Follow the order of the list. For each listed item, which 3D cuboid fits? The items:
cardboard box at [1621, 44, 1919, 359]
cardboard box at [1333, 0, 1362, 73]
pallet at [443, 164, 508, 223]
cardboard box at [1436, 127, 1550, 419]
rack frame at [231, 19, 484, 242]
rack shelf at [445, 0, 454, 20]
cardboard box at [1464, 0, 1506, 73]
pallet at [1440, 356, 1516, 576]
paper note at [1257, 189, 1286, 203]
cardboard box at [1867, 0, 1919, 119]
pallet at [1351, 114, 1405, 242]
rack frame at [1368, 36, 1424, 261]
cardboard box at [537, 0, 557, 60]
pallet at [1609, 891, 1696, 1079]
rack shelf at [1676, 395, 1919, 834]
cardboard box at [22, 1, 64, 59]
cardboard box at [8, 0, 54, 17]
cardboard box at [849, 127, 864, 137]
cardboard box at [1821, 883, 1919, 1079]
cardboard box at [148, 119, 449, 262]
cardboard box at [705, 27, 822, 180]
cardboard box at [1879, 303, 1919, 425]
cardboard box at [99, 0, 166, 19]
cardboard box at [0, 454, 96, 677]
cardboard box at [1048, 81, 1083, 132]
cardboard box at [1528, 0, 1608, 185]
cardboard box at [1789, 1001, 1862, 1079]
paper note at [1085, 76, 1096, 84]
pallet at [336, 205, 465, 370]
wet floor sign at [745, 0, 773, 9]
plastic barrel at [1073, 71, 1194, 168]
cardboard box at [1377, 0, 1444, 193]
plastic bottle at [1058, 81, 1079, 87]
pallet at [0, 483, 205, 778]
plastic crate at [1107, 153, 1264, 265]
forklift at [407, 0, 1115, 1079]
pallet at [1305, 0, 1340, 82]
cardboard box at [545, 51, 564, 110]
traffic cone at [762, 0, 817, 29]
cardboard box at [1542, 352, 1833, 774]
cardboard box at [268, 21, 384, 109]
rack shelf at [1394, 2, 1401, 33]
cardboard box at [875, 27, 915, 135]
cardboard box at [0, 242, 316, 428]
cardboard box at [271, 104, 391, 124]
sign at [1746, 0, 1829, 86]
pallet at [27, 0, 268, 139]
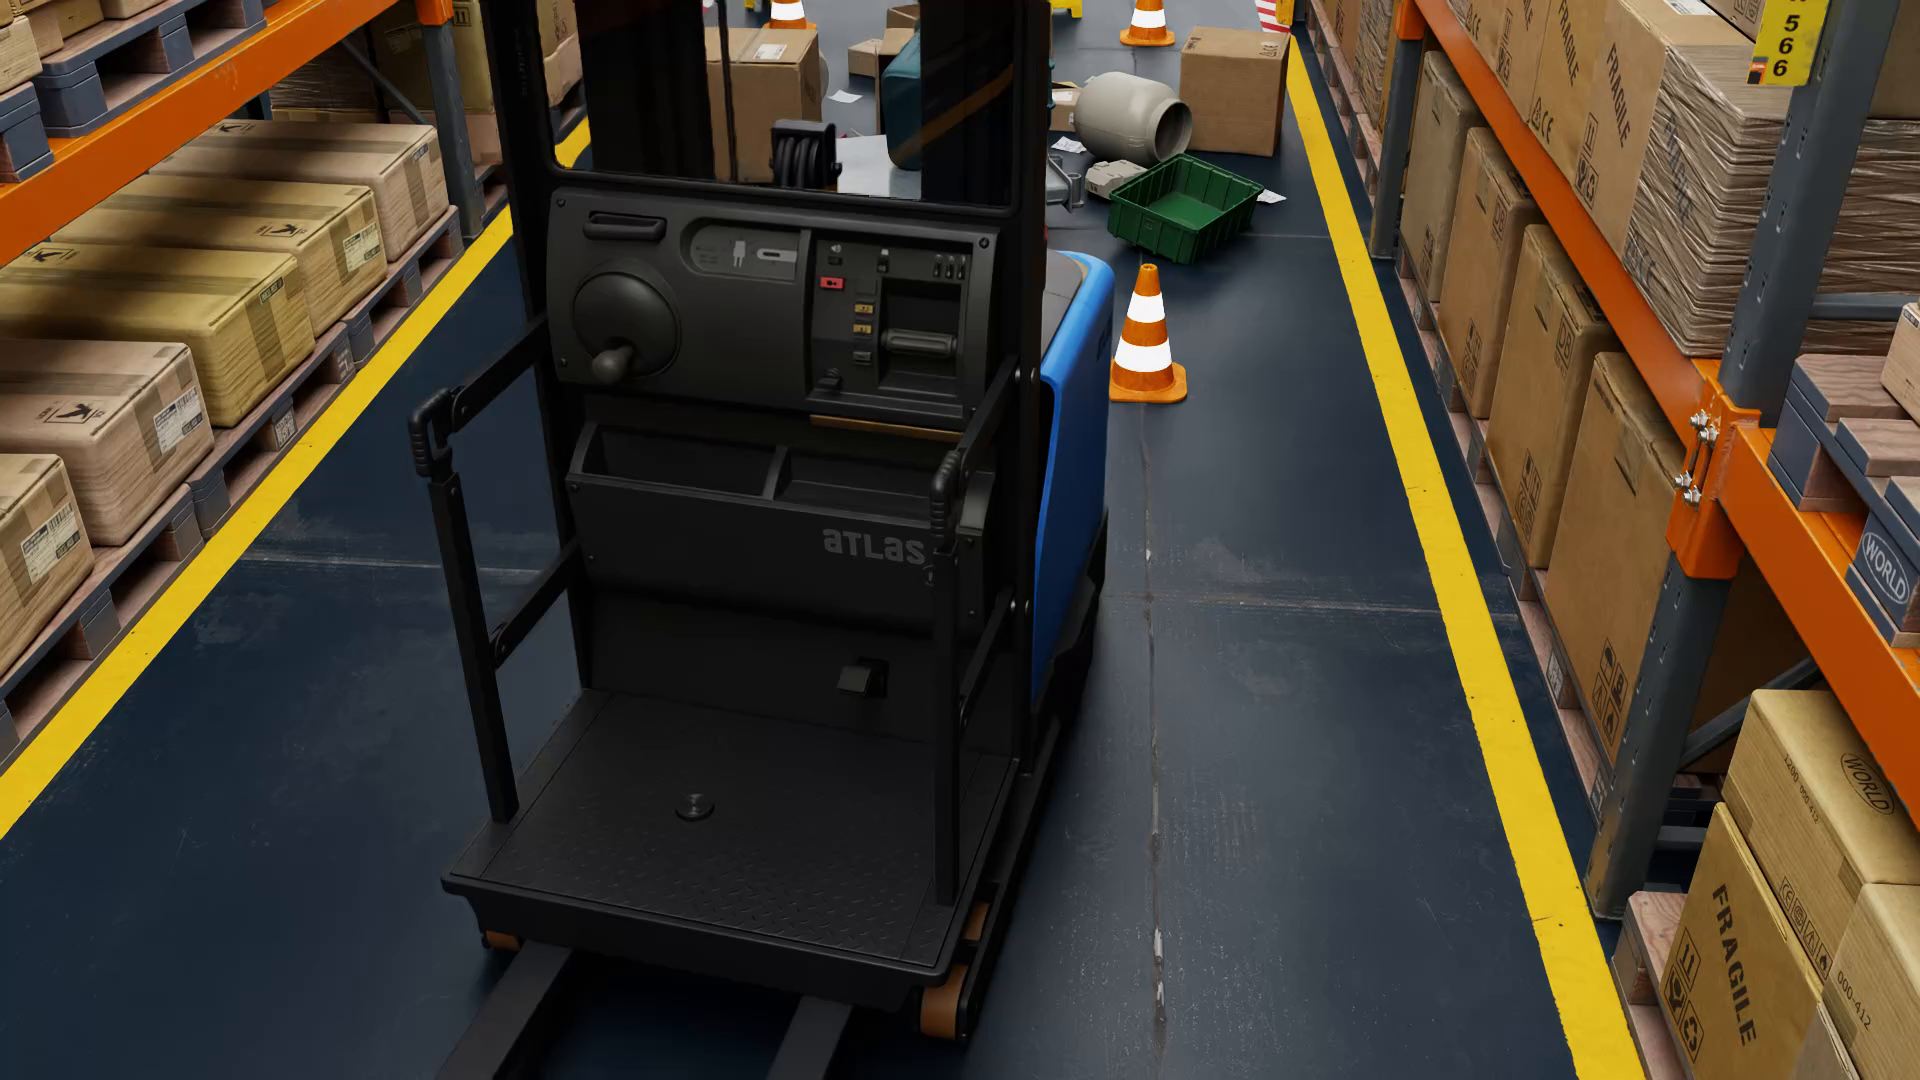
[{"bbox_3d":[1.732,-0.700,3.431,0.500,0.500,0.500,2,32,4],"label":"cardboard box"},{"bbox_3d":[2.556,-3.050,8.965,0.875,0.875,0.875,2,32,3],"label":"cardboard box"},{"bbox_3d":[-2.633,-1.826,8.011,1.003,0.211,1.213,2,32,4],"label":"pallet"},{"bbox_3d":[2.246,-0.890,5.579,1.050,0.750,0.750,2,32,4],"label":"cardboard box"},{"bbox_3d":[-2.653,-2.660,6.707,1.000,3.000,0.127,2,32,4],"label":"rack frame"},{"bbox_3d":[-2.490,-3.400,8.593,1.077,0.370,4.000,2,32,4],"label":"rack shelf"},{"bbox_3d":[1.894,-1.755,5.144,0.500,0.500,0.500,2,32,4],"label":"cardboard box"},{"bbox_3d":[2.204,-0.268,5.484,1.003,0.211,1.213,2,32,4],"label":"pallet"},{"bbox_3d":[1.441,-1.628,7.862,0.147,0.020,0.142,-20,37,-29],"label":"paper note"},{"bbox_3d":[2.010,-1.113,3.148,0.700,0.500,0.500,2,32,4],"label":"cardboard box"},{"bbox_3d":[2.429,-1.709,7.822,1.003,0.211,1.213,2,32,4],"label":"pallet"},{"bbox_3d":[2.289,-2.502,6.450,1.000,3.000,0.127,2,32,4],"label":"rack frame"},{"bbox_3d":[-2.304,-2.565,8.059,0.500,0.500,0.500,4,32,6],"label":"cardboard box"},{"bbox_3d":[1.898,1.186,3.125,1.003,0.211,1.213,2,32,4],"label":"pallet"},{"bbox_3d":[1.800,0.942,1.548,1.077,0.370,4.000,2,32,4],"label":"rack shelf"},{"bbox_3d":[-2.657,-1.362,4.441,0.380,0.149,0.250,4,32,7],"label":"cardboard box"},{"bbox_3d":[-2.639,-1.693,4.359,0.500,0.500,0.500,3,32,5],"label":"cardboard box"},{"bbox_3d":[-0.447,-1.831,7.967,0.258,0.266,0.396,-20,37,-29],"label":"cardboard box"},{"bbox_3d":[1.625,0.772,2.406,0.500,0.250,0.500,2,32,3],"label":"cardboard box"},{"bbox_3d":[-2.693,-1.446,6.842,0.950,0.372,0.625,3,32,5],"label":"cardboard box"},{"bbox_3d":[-0.876,-1.858,7.067,0.500,0.500,0.500,2,32,4],"label":"cardboard box"},{"bbox_3d":[1.726,-0.256,2.646,0.380,0.149,0.250,2,32,3],"label":"cardboard box"},{"bbox_3d":[-2.587,-1.645,4.900,0.380,0.149,0.250,3,32,6],"label":"cardboard box"},{"bbox_3d":[-2.923,0.076,4.371,0.950,0.372,0.625,0,32,1],"label":"cardboard box"},{"bbox_3d":[0.593,-2.315,8.754,0.396,0.266,0.258,8,32,12],"label":"cardboard box"},{"bbox_3d":[1.815,-1.222,4.278,0.500,0.500,0.500,2,32,3],"label":"cardboard box"},{"bbox_3d":[1.614,1.097,2.592,0.500,0.500,0.500,3,32,5],"label":"cardboard box"},{"bbox_3d":[0.798,-2.603,9.446,0.144,0.017,0.142,14,34,21],"label":"paper note"},{"bbox_3d":[-2.715,-1.066,6.778,1.003,0.211,1.213,2,32,4],"label":"pallet"},{"bbox_3d":[-1.245,-3.803,10.806,0.267,0.644,0.232,14,34,21],"label":"wet floor sign"},{"bbox_3d":[0.852,-2.064,8.195,0.512,0.421,0.421,27,41,37],"label":"plastic barrel"},{"bbox_3d":[2.410,-2.102,7.426,0.875,0.875,0.875,3,32,5],"label":"cardboard box"},{"bbox_3d":[0.610,-2.463,9.188,0.133,0.061,0.283,-8,33,-13],"label":"plastic bottle"},{"bbox_3d":[-2.913,0.210,4.708,1.003,0.211,1.213,2,32,4],"label":"pallet"},{"bbox_3d":[0.997,-1.476,7.411,0.450,0.188,0.662,29,41,23],"label":"plastic crate"},{"bbox_3d":[-0.438,-0.415,3.129,1.130,2.935,3.031,8,32,12],"label":"forklift"},{"bbox_3d":[2.627,-2.985,9.892,1.003,0.211,1.213,2,32,4],"label":"pallet"},{"bbox_3d":[-2.304,-2.245,8.254,0.500,0.250,0.500,4,32,7],"label":"cardboard box"},{"bbox_3d":[-1.077,-3.392,10.313,0.336,0.463,0.334,2,32,4],"label":"traffic cone"},{"bbox_3d":[2.103,0.054,4.047,1.050,0.750,0.750,2,32,3],"label":"cardboard box"},{"bbox_3d":[-2.872,-2.308,7.643,0.500,0.500,0.500,2,32,3],"label":"cardboard box"},{"bbox_3d":[2.452,-3.241,8.336,1.077,0.370,4.000,2,32,4],"label":"rack shelf"},{"bbox_3d":[-0.015,-2.231,8.261,0.797,0.637,0.503,2,32,4],"label":"cardboard box"},{"bbox_3d":[-2.803,-0.706,5.641,0.950,0.372,0.625,3,32,6],"label":"cardboard box"},{"bbox_3d":[-2.873,-1.989,7.839,0.500,0.250,0.500,4,32,6],"label":"cardboard box"},{"bbox_3d":[1.410,-0.925,2.788,0.100,0.325,0.005,2,32,4],"label":"sign"},{"bbox_3d":[-2.858,-1.524,5.046,1.003,0.211,1.213,2,32,4],"label":"pallet"}]
